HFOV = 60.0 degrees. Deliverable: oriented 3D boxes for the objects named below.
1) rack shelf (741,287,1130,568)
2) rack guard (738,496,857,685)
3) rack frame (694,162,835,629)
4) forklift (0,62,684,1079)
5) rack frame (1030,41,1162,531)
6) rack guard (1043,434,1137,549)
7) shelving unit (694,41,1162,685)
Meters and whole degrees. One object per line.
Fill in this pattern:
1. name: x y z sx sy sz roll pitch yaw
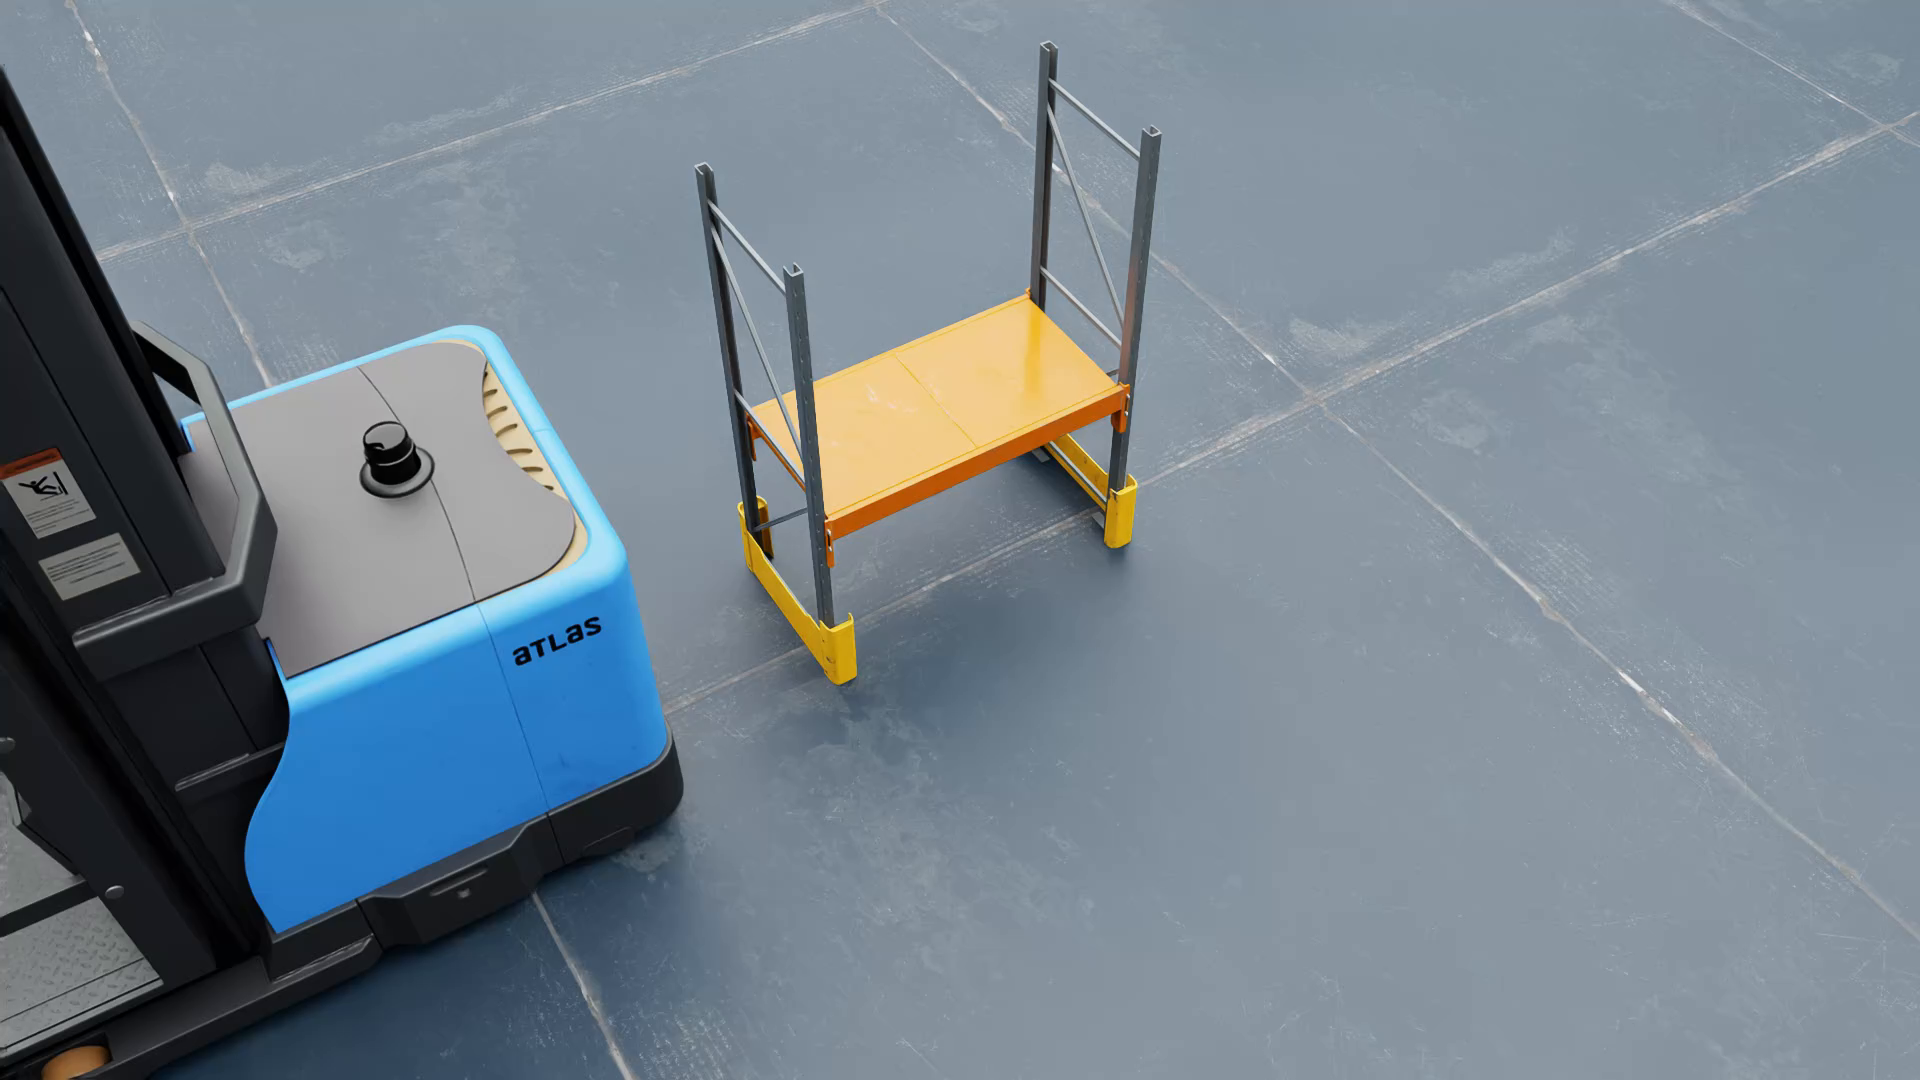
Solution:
1. rack shelf: -0.072 -0.345 4.794 1.000 0.185 0.538 -25 53 -21
2. rack guard: -0.486 0.146 4.953 0.087 0.250 0.587 -25 53 -21
3. rack frame: -0.502 -0.262 4.479 0.032 1.500 0.500 -25 53 -21
4. forklift: -2.289 0.019 3.271 3.031 2.935 1.130 -23 52 -20
5. rack frame: 0.358 -0.667 4.840 0.032 1.500 0.500 -25 53 -21
6. rack guard: 0.357 -0.251 5.306 0.087 0.250 0.587 -25 53 -21
7. shelving unit: -0.064 -0.468 4.663 1.083 1.500 0.587 -25 53 -21
